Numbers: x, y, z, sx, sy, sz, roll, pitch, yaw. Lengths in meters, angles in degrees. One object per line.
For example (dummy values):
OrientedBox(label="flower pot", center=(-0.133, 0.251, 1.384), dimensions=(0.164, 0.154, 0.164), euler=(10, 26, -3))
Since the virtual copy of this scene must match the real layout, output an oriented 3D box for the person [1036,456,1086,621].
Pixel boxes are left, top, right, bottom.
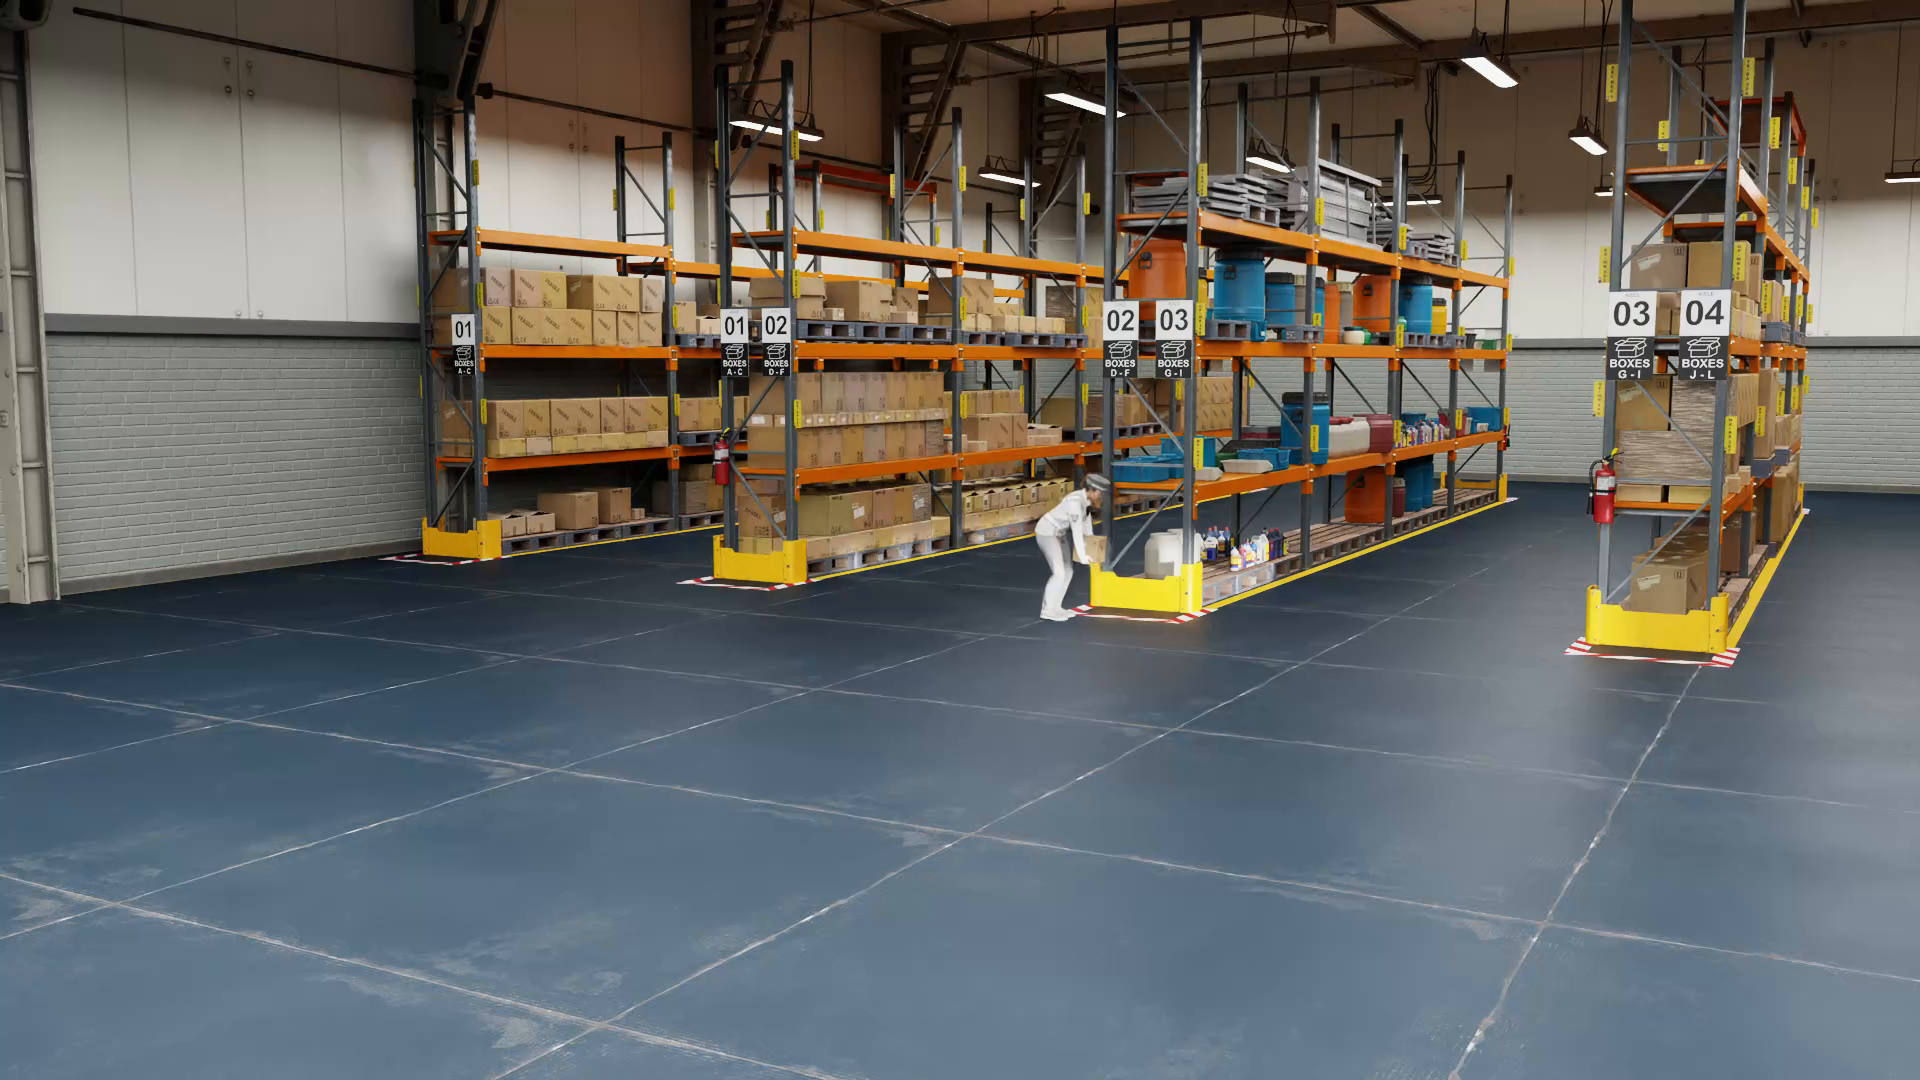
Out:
OrientedBox(label="person", center=(1.053, -0.022, 16.695), dimensions=(0.554, 1.647, 0.416), euler=(2, 6, 21))
